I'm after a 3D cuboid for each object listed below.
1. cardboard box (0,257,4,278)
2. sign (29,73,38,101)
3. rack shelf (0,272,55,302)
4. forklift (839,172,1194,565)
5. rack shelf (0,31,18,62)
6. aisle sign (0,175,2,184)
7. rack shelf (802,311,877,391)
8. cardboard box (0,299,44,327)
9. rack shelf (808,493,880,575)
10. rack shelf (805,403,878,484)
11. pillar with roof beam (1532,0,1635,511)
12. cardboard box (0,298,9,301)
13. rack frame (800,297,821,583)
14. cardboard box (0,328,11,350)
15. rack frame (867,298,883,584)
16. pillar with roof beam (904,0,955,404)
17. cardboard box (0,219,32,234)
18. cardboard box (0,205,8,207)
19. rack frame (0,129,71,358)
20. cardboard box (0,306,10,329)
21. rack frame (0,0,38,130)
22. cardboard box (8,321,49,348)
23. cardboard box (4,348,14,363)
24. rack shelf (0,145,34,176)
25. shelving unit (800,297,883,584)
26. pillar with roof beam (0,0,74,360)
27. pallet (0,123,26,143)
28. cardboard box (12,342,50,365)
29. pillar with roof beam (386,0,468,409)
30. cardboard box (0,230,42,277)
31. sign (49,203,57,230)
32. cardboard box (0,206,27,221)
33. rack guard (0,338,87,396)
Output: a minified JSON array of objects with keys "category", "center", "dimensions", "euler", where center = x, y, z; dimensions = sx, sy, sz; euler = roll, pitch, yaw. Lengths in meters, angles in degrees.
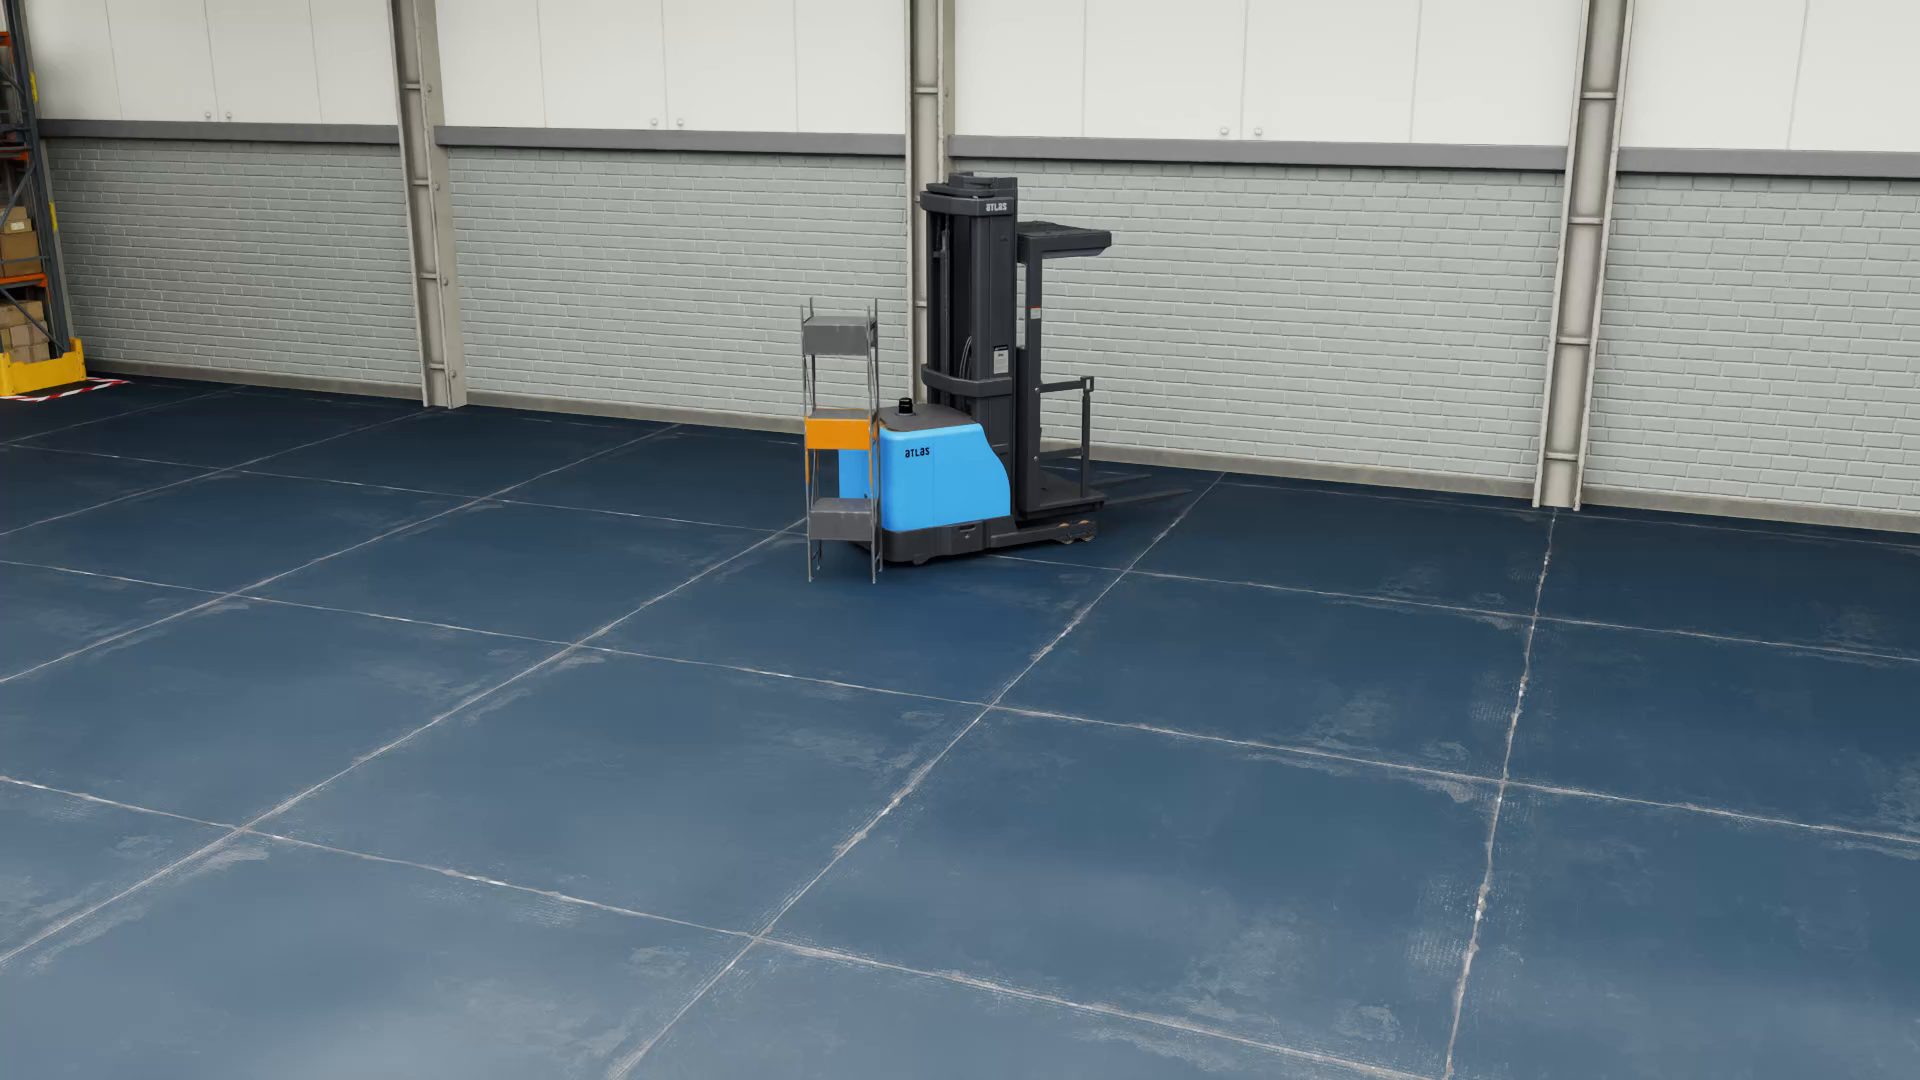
[{"category":"cardboard box","center":[-11.686,-3.322,19.558],"dimensions":[0.500,0.500,0.500],"euler":[6,17,19]},{"category":"sign","center":[-10.923,-5.334,19.575],"dimensions":[0.005,0.325,0.100],"euler":[6,17,21]},{"category":"rack shelf","center":[-12.992,-3.151,20.438],"dimensions":[4.000,0.370,1.077],"euler":[6,17,21]},{"category":"forklift","center":[0.543,-1.493,13.560],"dimensions":[3.031,2.935,1.130],"euler":[-9,18,-28]},{"category":"rack shelf","center":[-12.992,-5.840,19.657],"dimensions":[4.000,0.370,1.077],"euler":[6,17,21]},{"category":"aisle sign","center":[-11.178,-4.457,18.985],"dimensions":[0.004,0.787,0.394],"euler":[6,17,21]},{"category":"rack shelf","center":[-0.880,-1.395,12.243],"dimensions":[0.480,0.518,0.431],"euler":[1,16,6]},{"category":"cardboard box","center":[-11.509,-2.752,20.157],"dimensions":[0.500,0.250,0.500],"euler":[6,17,20]},{"category":"rack shelf","center":[-0.872,-0.052,12.637],"dimensions":[0.480,0.518,0.431],"euler":[1,16,6]},{"category":"rack shelf","center":[-0.876,-0.723,12.440],"dimensions":[0.480,0.518,0.431],"euler":[1,16,6]},{"category":"pillar with roof beam","center":[3.716,-3.520,9.658],"dimensions":[0.400,9.000,9.100],"euler":[6,17,21]},{"category":"cardboard box","center":[-11.976,-2.802,20.329],"dimensions":[0.500,0.250,0.500],"euler":[6,17,21]},{"category":"rack frame","center":[-1.119,-0.742,12.461],"dimensions":[0.015,2.100,0.400],"euler":[1,16,6]},{"category":"cardboard box","center":[-11.699,-2.382,19.780],"dimensions":[0.500,0.250,0.500],"euler":[6,17,20]},{"category":"rack frame","center":[-0.633,-0.731,12.411],"dimensions":[0.015,2.100,0.400],"euler":[1,16,6]},{"category":"pillar with roof beam","center":[-1.865,-4.134,11.773],"dimensions":[0.400,9.000,9.100],"euler":[6,17,21]},{"category":"cardboard box","center":[-11.352,-3.753,19.880],"dimensions":[0.250,0.149,0.380],"euler":[6,17,19]},{"category":"cardboard box","center":[-11.590,-3.927,19.946],"dimensions":[0.250,0.149,0.380],"euler":[7,18,23]},{"category":"rack frame","center":[-11.132,-3.292,19.633],"dimensions":[0.127,3.000,1.000],"euler":[6,17,21]},{"category":"cardboard box","center":[-11.675,-2.620,19.702],"dimensions":[0.500,0.250,0.500],"euler":[7,18,22]},{"category":"rack frame","center":[-11.132,-6.173,18.796],"dimensions":[0.127,3.000,1.000],"euler":[6,17,21]},{"category":"cardboard box","center":[-11.493,-2.515,20.239],"dimensions":[0.500,0.250,0.500],"euler":[7,17,22]},{"category":"cardboard box","center":[-11.685,-2.139,19.841],"dimensions":[0.500,0.250,0.500],"euler":[6,17,21]},{"category":"rack shelf","center":[-12.992,-4.592,20.020],"dimensions":[4.000,0.370,1.077],"euler":[6,17,21]},{"category":"shelving unit","center":[-0.876,-0.736,12.436],"dimensions":[0.503,2.100,0.431],"euler":[1,16,6]},{"category":"pillar with roof beam","center":[-13.028,-5.361,16.001],"dimensions":[0.400,9.000,9.100],"euler":[6,17,21]},{"category":"pallet","center":[-11.780,-4.769,19.499],"dimensions":[1.213,0.211,1.003],"euler":[6,17,21]},{"category":"cardboard box","center":[-11.517,-2.274,20.305],"dimensions":[0.500,0.250,0.500],"euler":[6,17,21]},{"category":"pillar with roof beam","center":[-7.447,-4.748,13.887],"dimensions":[0.400,9.000,9.100],"euler":[6,17,21]},{"category":"cardboard box","center":[-11.491,-3.463,20.041],"dimensions":[0.500,0.500,0.500],"euler":[7,18,22]},{"category":"sign","center":[-10.923,-3.889,19.995],"dimensions":[0.005,0.325,0.100],"euler":[6,17,21]},{"category":"cardboard box","center":[-11.366,-3.884,19.796],"dimensions":[0.250,0.149,0.380],"euler":[6,17,20]},{"category":"rack guard","center":[-11.109,-2.089,19.973],"dimensions":[0.348,0.500,1.175],"euler":[6,17,21]}]
